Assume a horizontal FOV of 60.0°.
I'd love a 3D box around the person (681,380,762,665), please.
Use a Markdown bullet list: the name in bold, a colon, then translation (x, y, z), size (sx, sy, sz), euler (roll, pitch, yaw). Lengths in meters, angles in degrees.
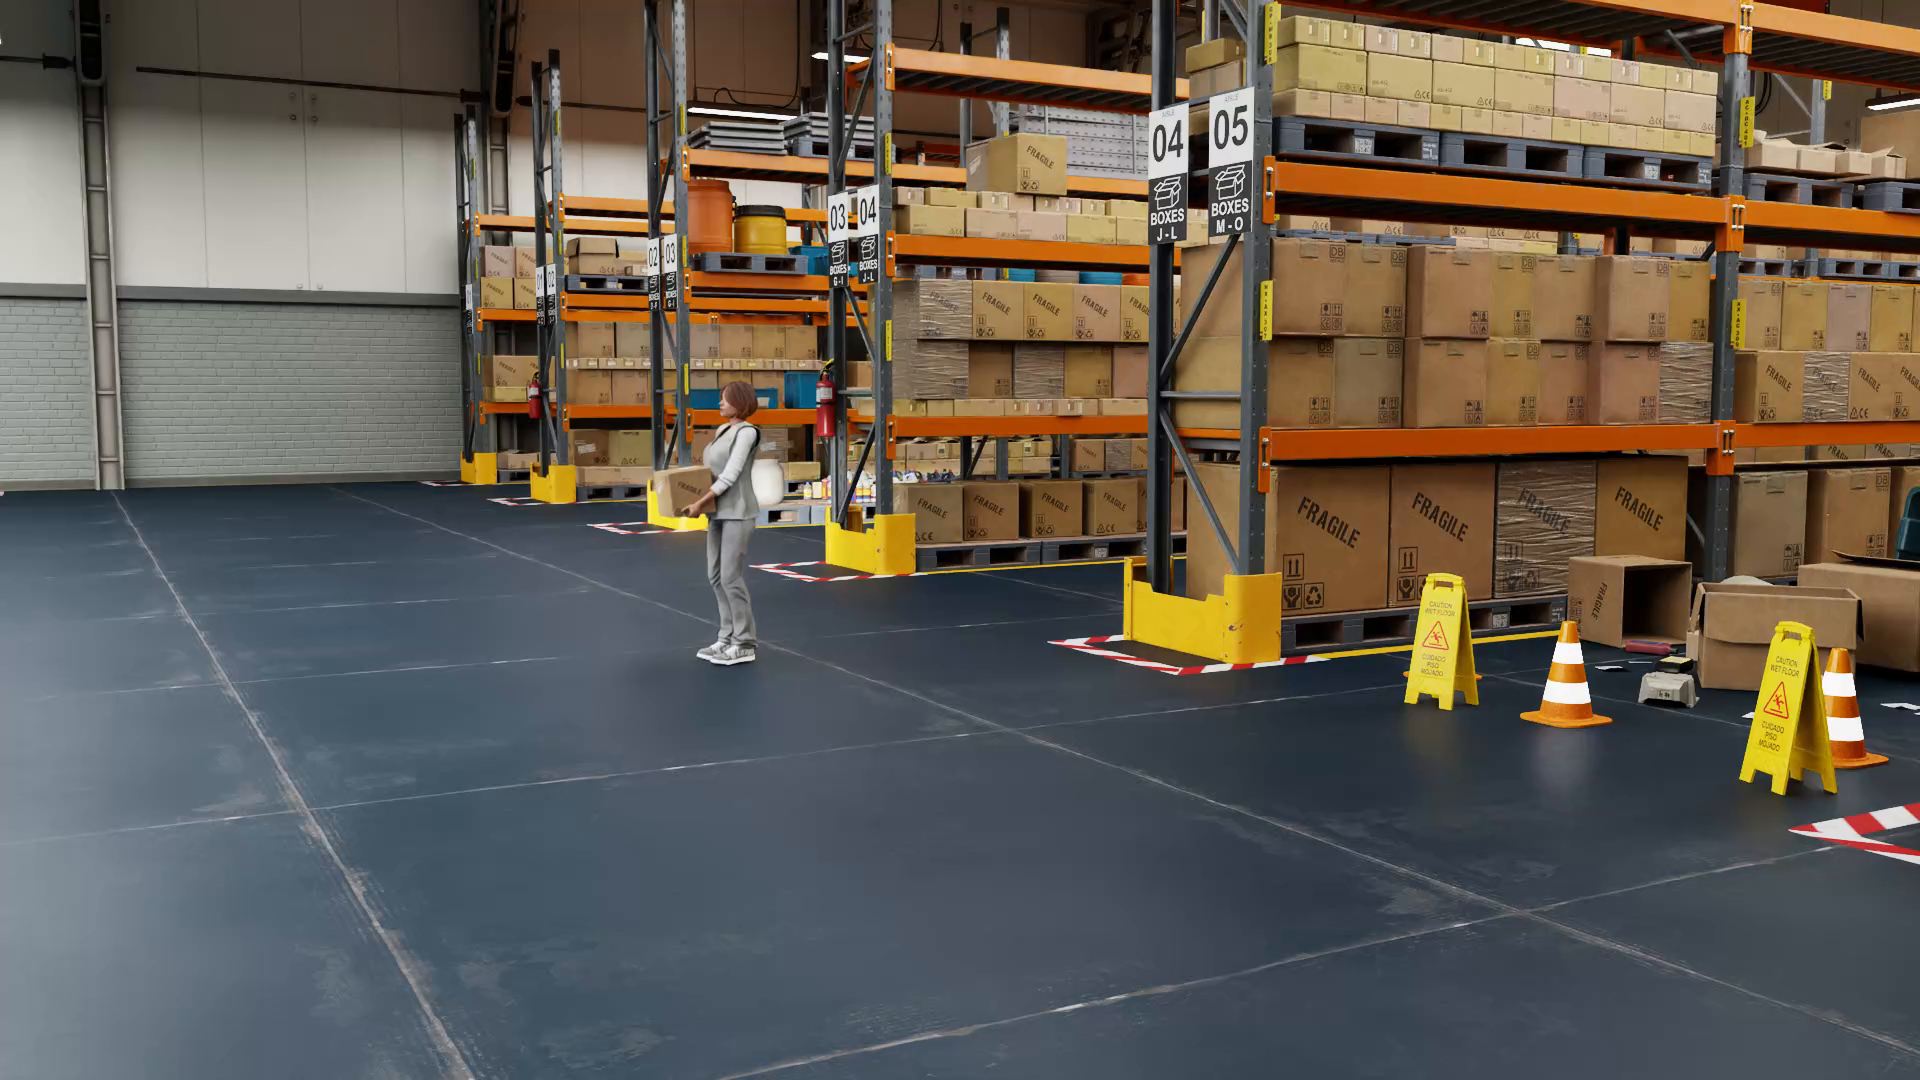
- **person**: translation (-1.371, -0.101, 9.345), size (0.497, 1.588, 0.406), euler (-3, 6, -28)
